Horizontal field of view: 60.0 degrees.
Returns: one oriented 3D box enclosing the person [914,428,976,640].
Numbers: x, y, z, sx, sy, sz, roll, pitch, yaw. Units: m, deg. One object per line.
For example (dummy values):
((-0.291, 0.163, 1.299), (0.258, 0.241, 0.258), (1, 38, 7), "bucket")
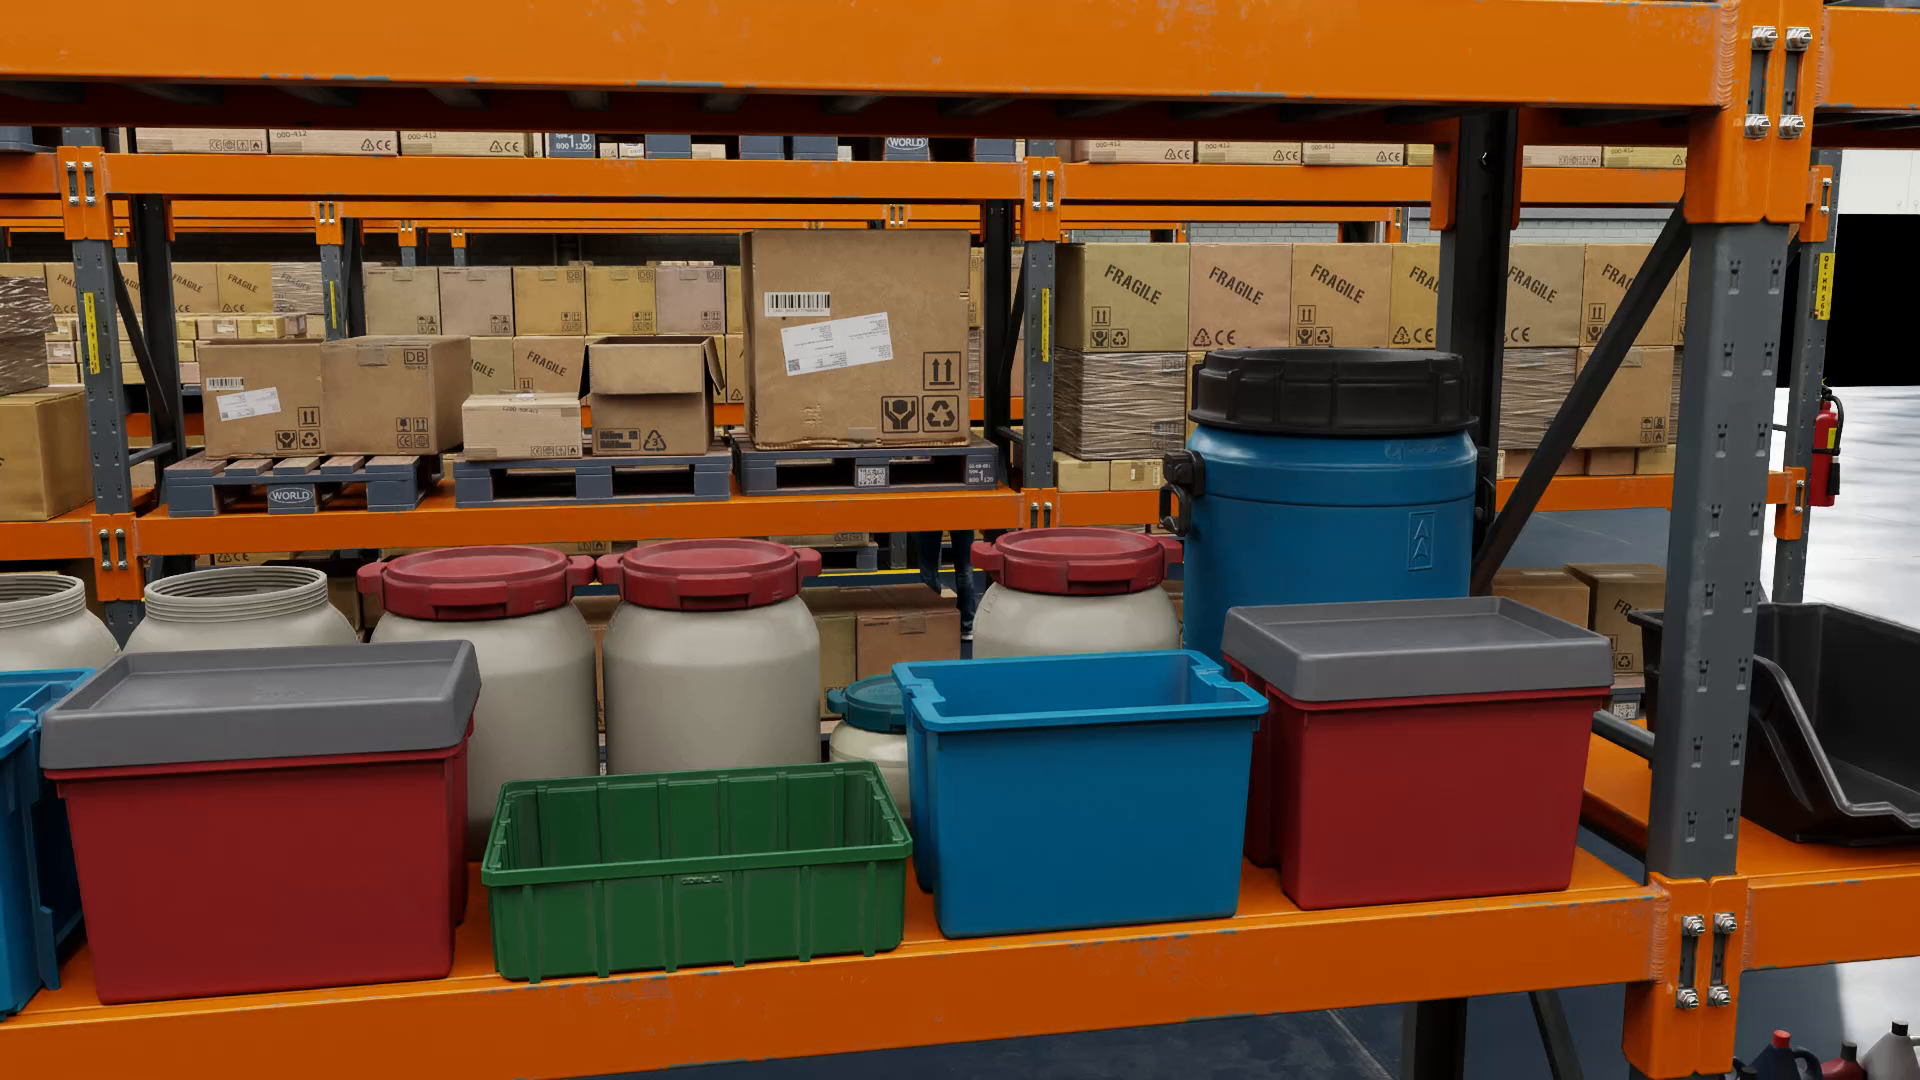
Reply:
((-0.094, -0.150, 10.324), (0.460, 1.581, 0.345), (-2, 10, -11), "person")
